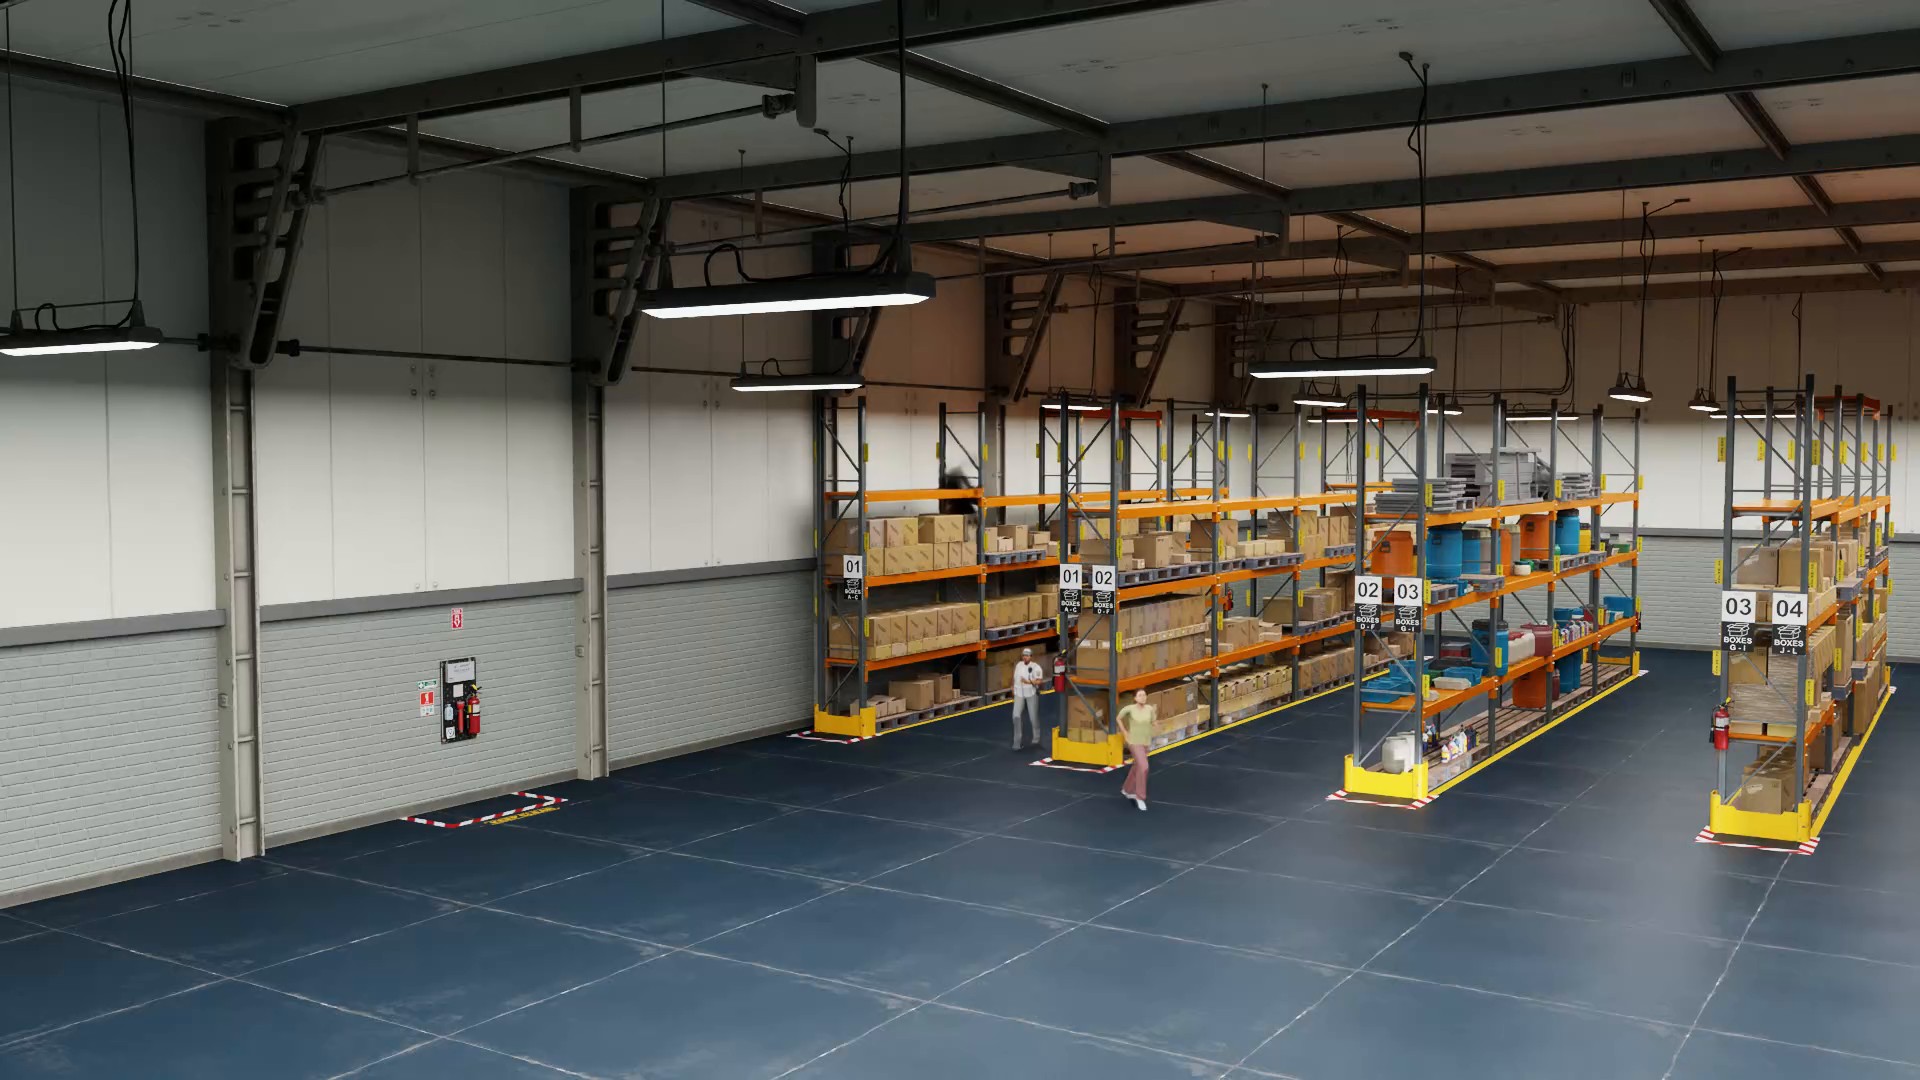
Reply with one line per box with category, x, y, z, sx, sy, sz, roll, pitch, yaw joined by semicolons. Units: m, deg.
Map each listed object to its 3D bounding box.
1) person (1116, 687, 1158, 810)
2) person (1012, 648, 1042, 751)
person;2.551;2.943;23.604;0.546;1.725;0.715;-2;3;-27
person;1.137;2.689;28.207;0.580;1.728;0.750;1;3;20
